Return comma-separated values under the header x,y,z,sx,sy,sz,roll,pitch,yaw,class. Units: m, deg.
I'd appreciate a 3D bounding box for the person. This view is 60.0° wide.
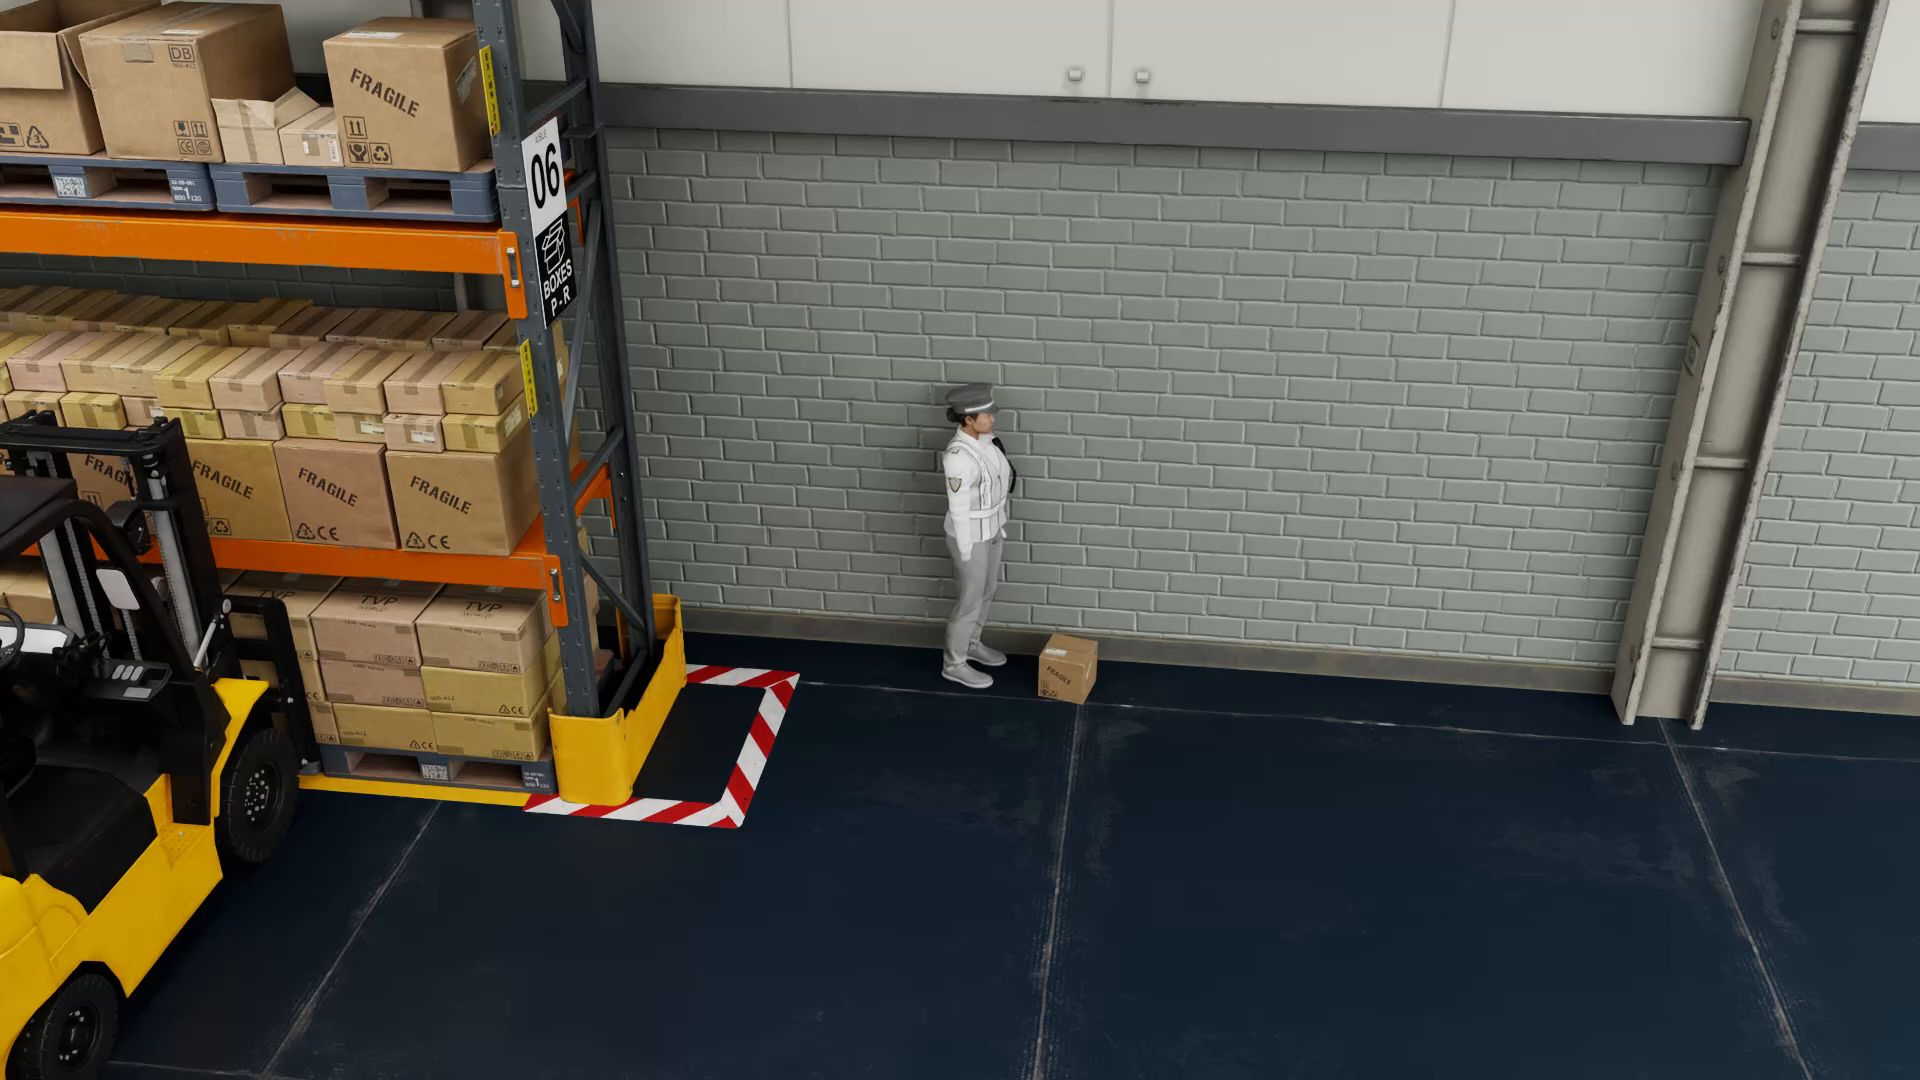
x,y,z,sx,sy,sz,roll,pitch,yaw,class
0.091,-0.035,8.677,0.337,1.676,0.466,11,30,19,person
